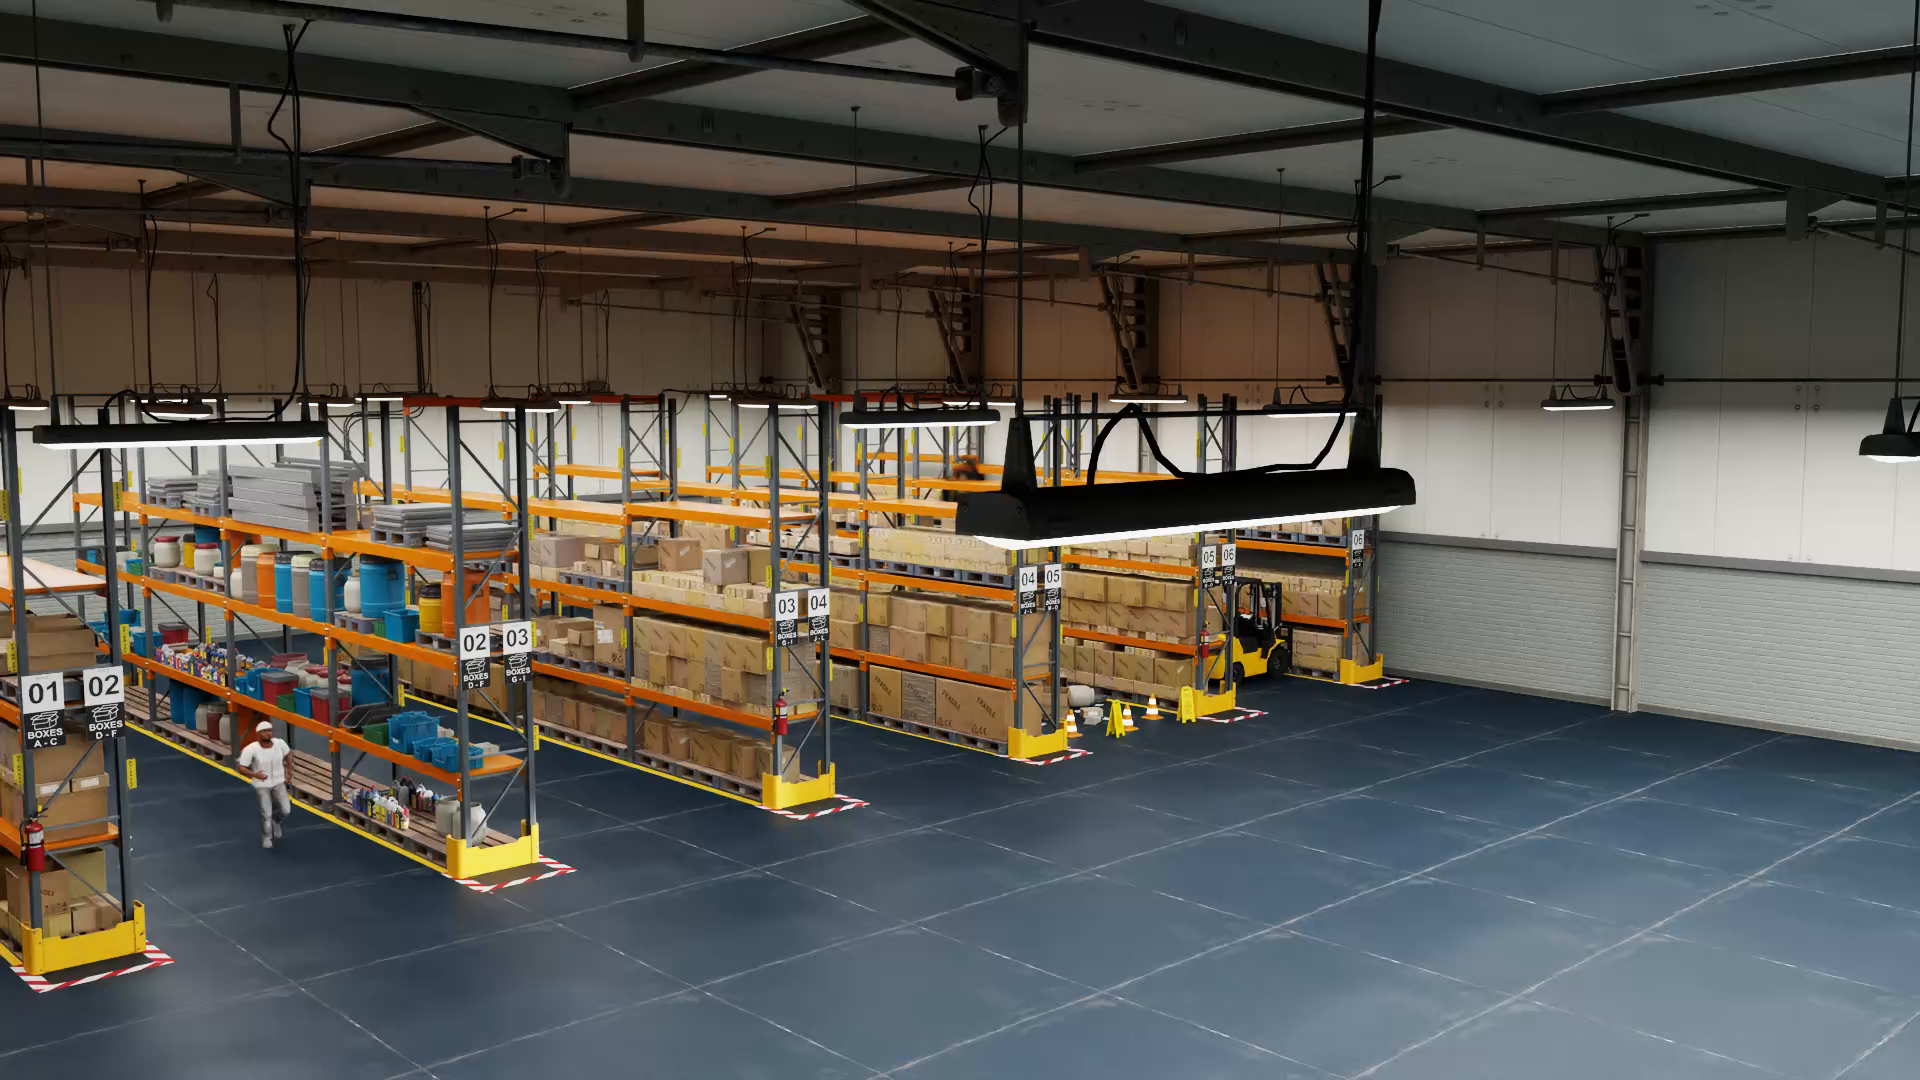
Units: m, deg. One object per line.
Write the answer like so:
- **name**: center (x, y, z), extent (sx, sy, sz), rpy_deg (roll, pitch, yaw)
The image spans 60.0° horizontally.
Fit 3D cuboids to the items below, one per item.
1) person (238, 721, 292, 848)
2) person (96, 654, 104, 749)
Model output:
- **person**: center (-9.306, 3.297, 22.418), extent (0.756, 1.730, 0.558), rpy_deg (-5, 7, -42)
- **person**: center (-14.788, 2.755, 28.398), extent (0.539, 1.678, 0.662), rpy_deg (4, 7, 36)
